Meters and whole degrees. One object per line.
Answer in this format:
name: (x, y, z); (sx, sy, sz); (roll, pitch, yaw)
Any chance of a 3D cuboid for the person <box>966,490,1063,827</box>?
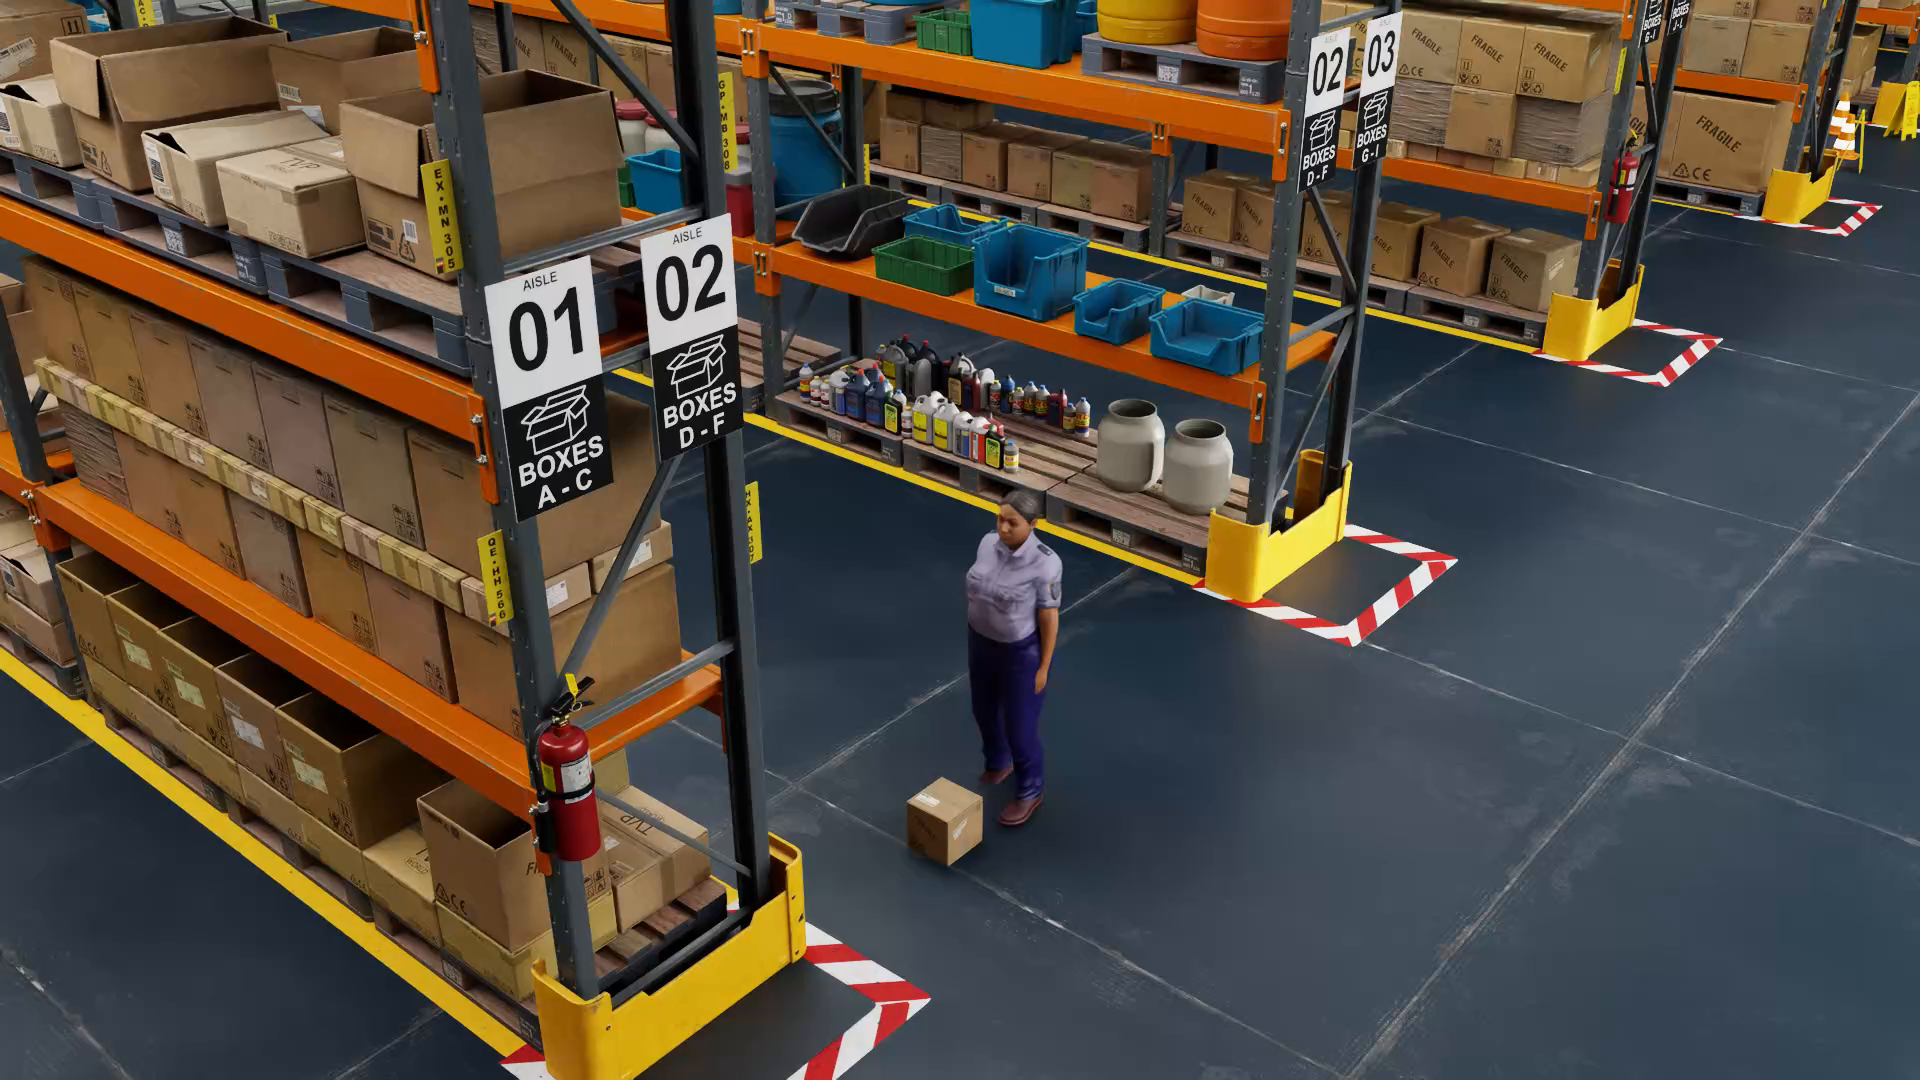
person: (0.239, 0.553, 7.662); (0.469, 1.716, 0.408); (22, 35, 35)
